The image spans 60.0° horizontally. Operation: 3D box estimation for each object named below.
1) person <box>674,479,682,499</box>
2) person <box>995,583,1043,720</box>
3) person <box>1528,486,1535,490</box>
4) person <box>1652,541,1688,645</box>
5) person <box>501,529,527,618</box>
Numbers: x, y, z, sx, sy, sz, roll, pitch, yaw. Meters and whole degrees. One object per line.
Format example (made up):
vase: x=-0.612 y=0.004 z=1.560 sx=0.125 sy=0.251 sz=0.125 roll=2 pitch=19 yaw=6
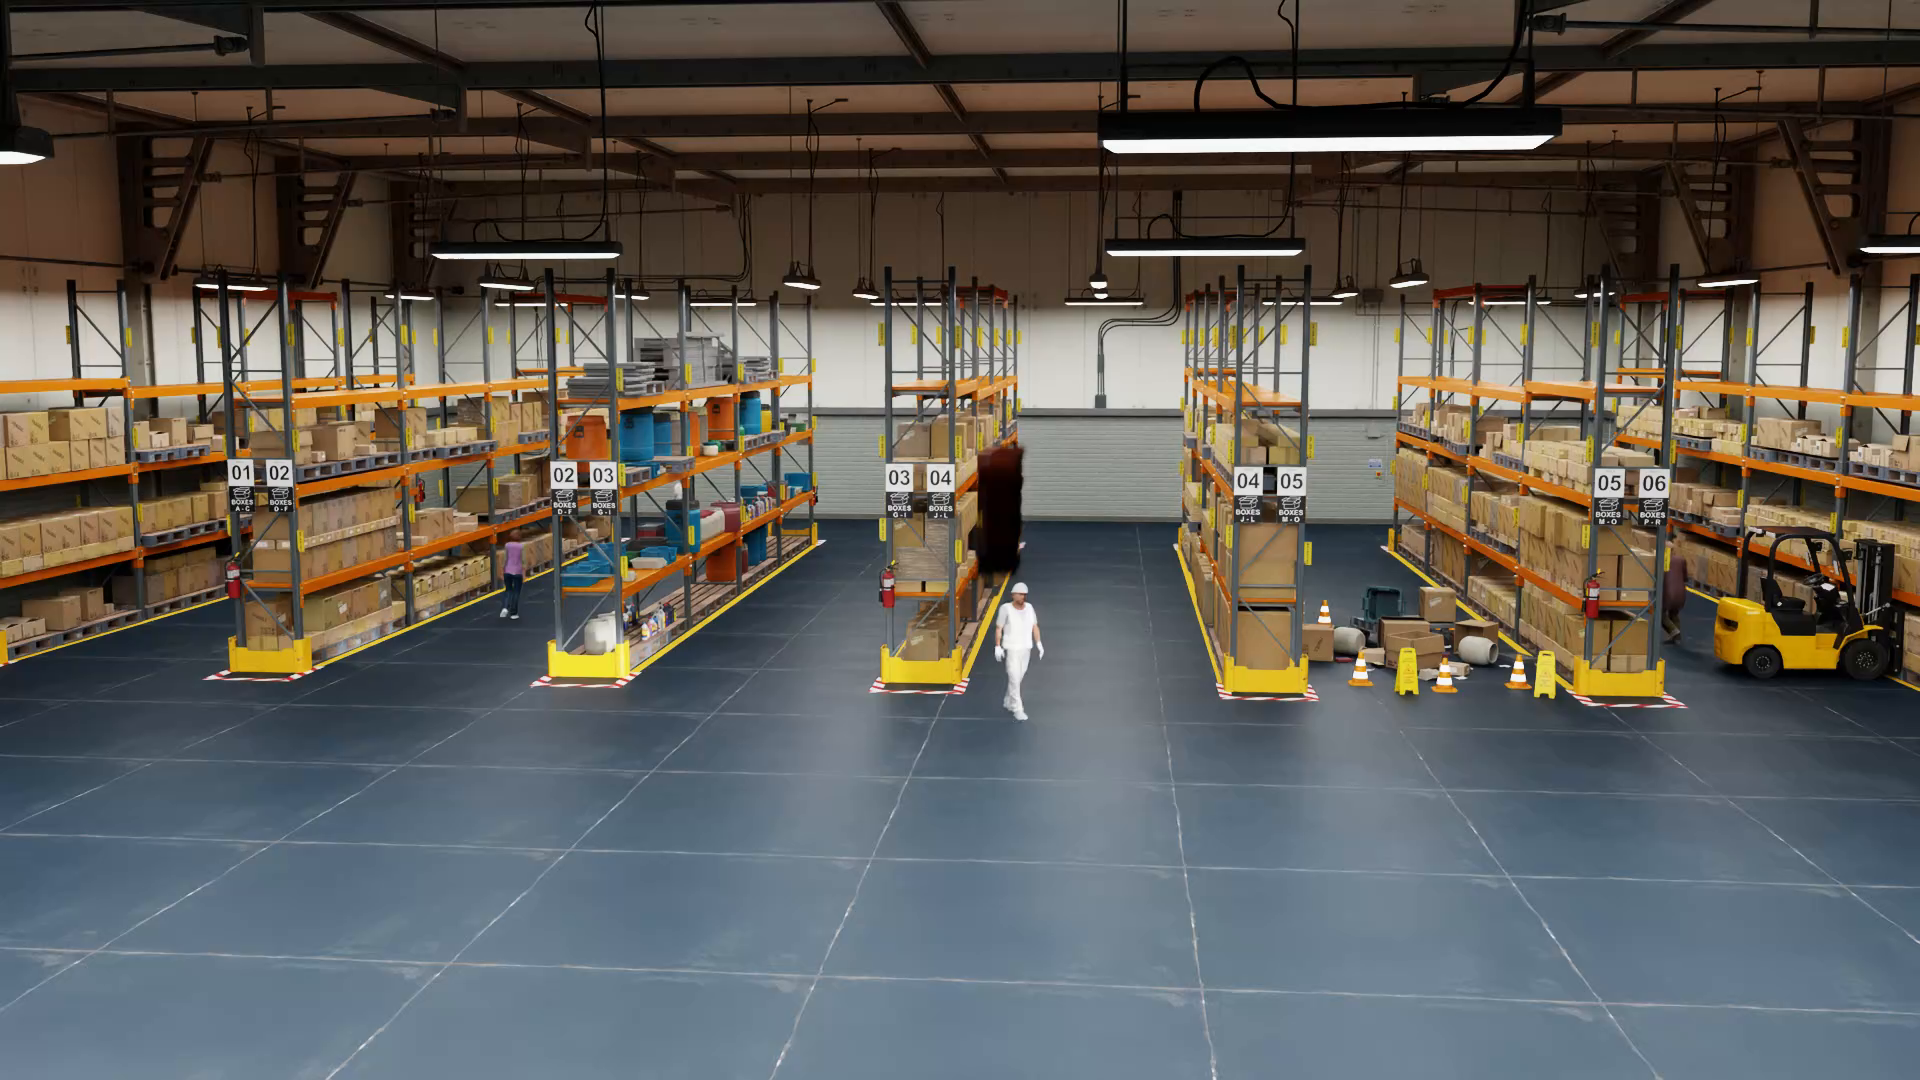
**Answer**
person: x=-6.905 y=-0.877 z=41.695 sx=0.486 sy=1.617 sz=0.838 roll=0 pitch=7 yaw=3
person: x=0.806 y=1.442 z=22.011 sx=0.593 sy=1.750 sz=0.868 roll=-5 pitch=8 yaw=-34
person: x=13.575 y=-0.688 z=39.786 sx=1.019 sy=1.731 sz=0.545 roll=1 pitch=7 yaw=7
person: x=11.691 y=0.870 z=27.256 sx=0.631 sy=1.670 sz=0.821 roll=-1 pitch=7 yaw=-4
person: x=-7.960 y=0.607 z=29.652 sx=0.498 sy=1.600 sz=0.355 roll=1 pitch=7 yaw=7
